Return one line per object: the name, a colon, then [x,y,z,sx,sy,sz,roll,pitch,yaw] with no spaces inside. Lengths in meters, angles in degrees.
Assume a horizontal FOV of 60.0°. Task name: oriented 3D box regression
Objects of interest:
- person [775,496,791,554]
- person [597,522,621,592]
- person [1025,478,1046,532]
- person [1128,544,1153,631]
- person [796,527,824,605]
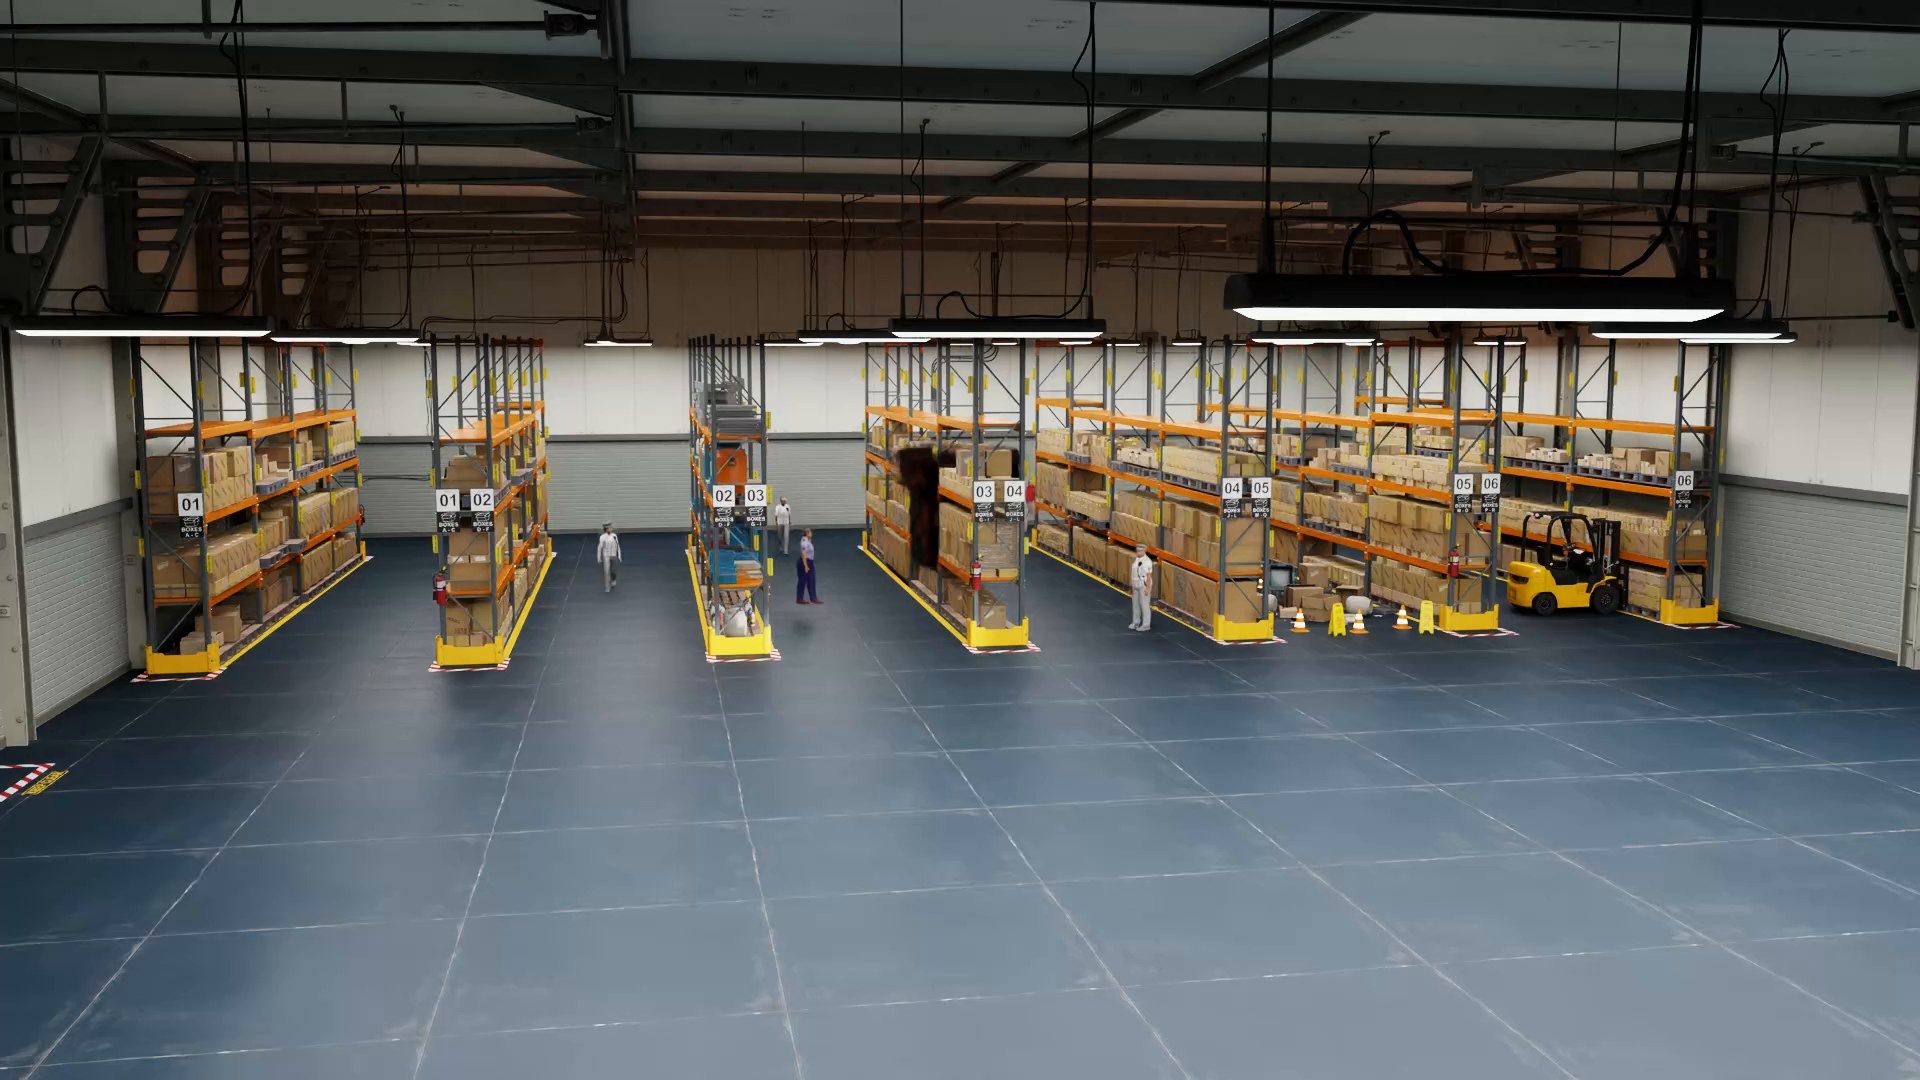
person: [-4.964,-0.433,46.648,0.458,1.638,0.928,-1,7,-5]
person: [-8.336,0.386,39.491,0.549,1.631,0.931,-2,7,-16]
person: [2.244,-1.104,52.165,0.932,1.688,0.596,-5,8,-38]
person: [3.692,0.951,33.996,0.451,1.760,0.585,-3,7,-24]
person: [-3.230,0.563,35.446,0.524,1.672,0.505,2,7,18]
